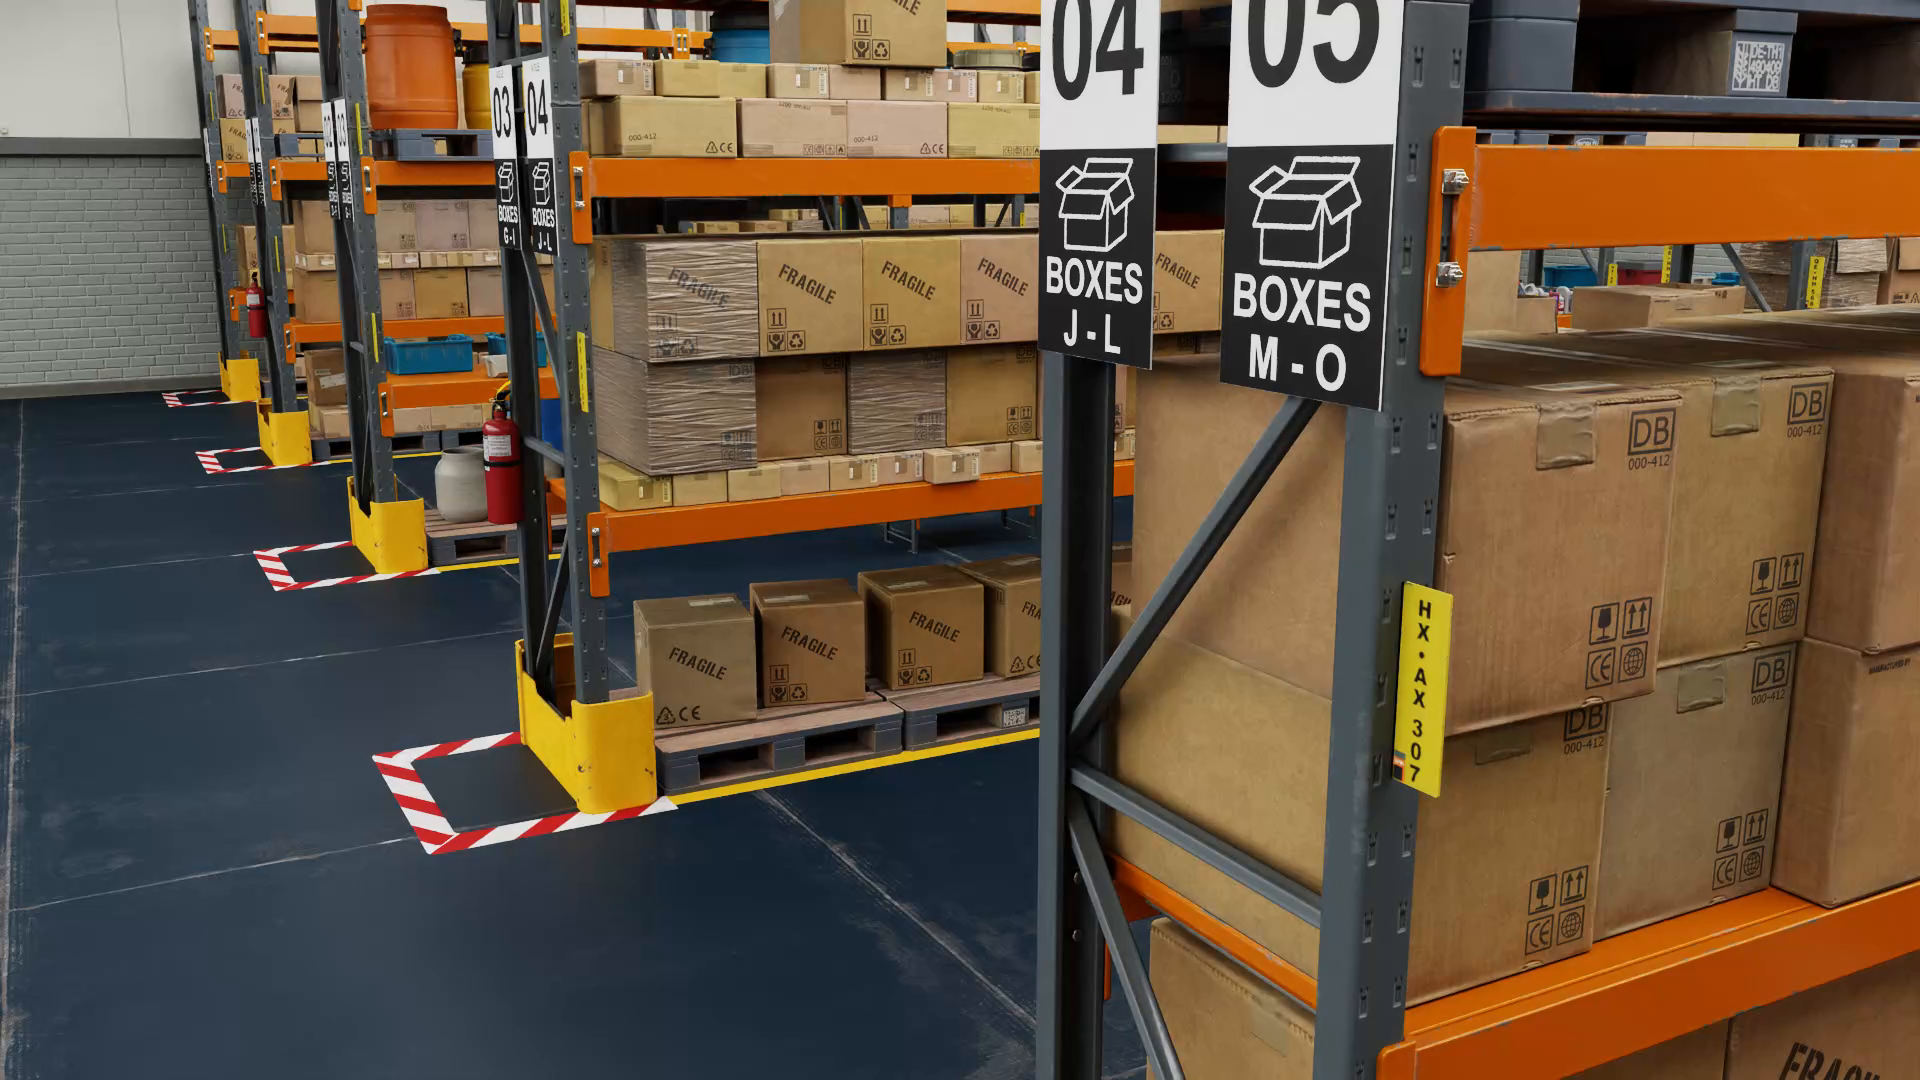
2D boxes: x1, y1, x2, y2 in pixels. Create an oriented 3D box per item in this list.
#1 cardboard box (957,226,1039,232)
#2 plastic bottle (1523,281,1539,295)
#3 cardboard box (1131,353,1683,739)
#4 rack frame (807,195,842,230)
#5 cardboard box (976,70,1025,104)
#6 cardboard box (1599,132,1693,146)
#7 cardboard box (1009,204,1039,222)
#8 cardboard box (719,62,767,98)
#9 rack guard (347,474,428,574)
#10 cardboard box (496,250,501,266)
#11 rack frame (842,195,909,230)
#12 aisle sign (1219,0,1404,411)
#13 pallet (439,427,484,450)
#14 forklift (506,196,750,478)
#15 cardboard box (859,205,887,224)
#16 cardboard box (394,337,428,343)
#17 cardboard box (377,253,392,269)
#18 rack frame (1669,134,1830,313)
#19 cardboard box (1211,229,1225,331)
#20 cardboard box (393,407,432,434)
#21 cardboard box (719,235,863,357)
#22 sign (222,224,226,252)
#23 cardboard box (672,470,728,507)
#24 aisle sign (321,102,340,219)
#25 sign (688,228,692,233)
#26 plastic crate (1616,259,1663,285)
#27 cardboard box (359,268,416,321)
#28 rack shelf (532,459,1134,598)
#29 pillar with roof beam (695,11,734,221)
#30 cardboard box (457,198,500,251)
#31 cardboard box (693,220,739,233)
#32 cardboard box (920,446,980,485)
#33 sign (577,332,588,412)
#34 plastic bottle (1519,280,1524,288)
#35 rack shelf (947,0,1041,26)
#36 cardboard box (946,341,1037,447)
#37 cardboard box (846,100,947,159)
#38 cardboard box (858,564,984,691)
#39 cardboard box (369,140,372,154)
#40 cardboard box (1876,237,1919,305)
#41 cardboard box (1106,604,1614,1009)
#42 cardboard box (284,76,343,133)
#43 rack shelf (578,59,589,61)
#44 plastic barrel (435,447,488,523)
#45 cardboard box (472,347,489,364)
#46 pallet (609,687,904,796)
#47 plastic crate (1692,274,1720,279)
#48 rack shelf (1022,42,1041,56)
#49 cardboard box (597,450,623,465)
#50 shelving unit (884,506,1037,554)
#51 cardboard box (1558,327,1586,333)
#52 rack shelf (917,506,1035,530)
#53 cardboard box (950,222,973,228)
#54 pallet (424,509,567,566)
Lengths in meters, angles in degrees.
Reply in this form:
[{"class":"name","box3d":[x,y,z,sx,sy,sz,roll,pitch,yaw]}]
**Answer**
[{"class":"cardboard box","box3d":[0.288,-1.379,8.723,0.500,0.500,0.500,-7,14,-28]},{"class":"plastic bottle","box3d":[5.681,-2.413,16.614,0.185,0.351,0.144,-7,14,-28]},{"class":"cardboard box","box3d":[0.803,-0.045,3.178,0.550,0.550,0.875,-7,14,-28]},{"class":"rack frame","box3d":[-1.927,-4.086,23.932,0.127,3.000,1.000,-7,14,-28]},{"class":"cardboard box","box3d":[0.102,-2.145,7.910,0.250,0.149,0.380,-7,15,-30]},{"class":"cardboard box","box3d":[4.022,-2.408,9.986,0.500,0.250,0.500,-6,14,-26]},{"class":"cardboard box","box3d":[0.843,-4.926,25.005,0.500,0.250,0.500,-6,14,-27]},{"class":"cardboard box","box3d":[-1.040,-2.008,7.303,0.250,0.149,0.380,-7,15,-29]},{"class":"rack guard","box3d":[-4.158,-0.132,12.059,0.348,0.500,1.175,-7,14,-28]},{"class":"cardboard box","box3d":[-4.544,-2.844,16.710,0.250,0.149,0.380,-6,14,-26]},{"class":"rack frame","box3d":[-0.691,-1.756,13.578,0.127,3.000,1.000,-7,14,-28]},{"class":"aisle sign","box3d":[0.541,-0.617,2.597,0.004,0.787,0.394,-7,14,-28]},{"class":"pallet","box3d":[-4.851,-1.145,17.218,1.213,0.211,1.003,-7,14,-28]},{"class":"forklift","box3d":[-2.451,-1.961,14.648,3.031,2.935,1.130,-7,15,-29]},{"class":"cardboard box","box3d":[-1.380,-4.656,23.808,0.500,0.250,0.500,-6,14,-27]},{"class":"cardboard box","box3d":[-7.130,-2.422,21.231,0.500,0.500,0.700,-8,15,-31]},{"class":"cardboard box","box3d":[-5.674,-2.709,16.110,0.250,0.149,0.380,-7,14,-28]},{"class":"rack frame","box3d":[5.193,-1.222,11.207,0.127,3.000,1.000,-7,14,-28]},{"class":"cardboard box","box3d":[1.419,-1.382,8.738,0.500,0.500,0.500,-7,14,-28]},{"class":"cardboard box","box3d":[-5.558,-1.220,16.505,0.500,0.250,0.500,-7,14,-28]},{"class":"cardboard box","box3d":[-0.773,-1.119,7.565,0.500,0.500,0.500,-7,14,-28]},{"class":"sign","box3d":[-8.689,-3.562,19.632,0.005,0.325,0.100,-7,14,-28]},{"class":"cardboard box","box3d":[-1.236,-0.264,7.524,0.250,0.149,0.380,-7,14,-28]},{"class":"aisle sign","box3d":[-4.407,-2.653,11.644,0.004,0.787,0.394,-7,14,-28]},{"class":"sign","box3d":[-2.794,-3.065,17.243,0.005,0.325,0.100,-7,14,-28]},{"class":"plastic crate","box3d":[7.235,-2.703,17.507,0.583,0.464,0.402,-7,14,-28]},{"class":"cardboard box","box3d":[-5.697,-2.441,16.398,0.500,0.500,0.700,-6,14,-26]},{"class":"rack shelf","box3d":[-0.073,-0.240,8.481,4.000,0.370,1.077,-7,14,-28]},{"class":"pillar with roof beam","box3d":[-1.420,-6.213,19.720,0.400,9.000,9.100,-7,14,-28]},{"class":"cardboard box","box3d":[-4.769,-3.186,16.752,0.500,0.500,0.700,-7,14,-28]},{"class":"cardboard box","box3d":[-3.418,-4.162,23.043,0.500,0.500,0.700,-7,14,-28]},{"class":"cardboard box","box3d":[-0.101,-0.381,8.042,0.250,0.149,0.380,-7,14,-28]},{"class":"sign","box3d":[-1.569,-0.698,6.908,0.005,0.325,0.100,-7,14,-28]},{"class":"plastic bottle","box3d":[5.612,-2.441,16.737,0.185,0.351,0.144,-7,14,-28]},{"class":"rack shelf","box3d":[1.065,-4.347,13.977,4.000,0.370,1.077,-7,14,-28]},{"class":"cardboard box","box3d":[-0.047,-0.797,8.414,0.500,0.500,0.875,-7,14,-28]},{"class":"cardboard box","box3d":[-0.396,-1.878,7.633,0.500,0.250,0.500,-7,14,-28]},{"class":"cardboard box","box3d":[-0.206,0.440,8.558,0.500,0.500,0.500,-5,14,-23]},{"class":"cardboard box","box3d":[-7.133,-4.918,20.527,0.500,0.500,0.500,-6,14,-24]},{"class":"cardboard box","box3d":[6.416,-1.902,11.716,0.637,0.503,0.797,-6,14,-27]},{"class":"cardboard box","box3d":[0.763,0.465,3.368,0.550,0.550,0.875,-7,14,-28]},{"class":"cardboard box","box3d":[-6.066,-4.136,15.815,0.637,0.503,0.797,-6,14,-24]},{"class":"rack shelf","box3d":[-3.682,-6.256,22.461,4.000,0.370,1.077,-7,14,-28]},{"class":"plastic barrel","box3d":[-3.661,-0.410,12.309,0.421,0.512,0.421,0,13,0]},{"class":"cardboard box","box3d":[-4.677,-1.690,16.884,0.500,0.500,0.500,-7,14,-28]},{"class":"pallet","box3d":[-1.032,0.893,8.158,1.213,0.211,1.003,-7,14,-28]},{"class":"plastic crate","box3d":[8.312,-2.865,18.751,0.300,0.233,0.416,-7,14,-28]},{"class":"rack shelf","box3d":[2.205,-5.723,20.091,4.000,0.370,1.077,-7,14,-28]},{"class":"cardboard box","box3d":[-1.677,-0.328,7.805,0.250,0.149,0.380,-7,14,-28]},{"class":"shelving unit","box3d":[0.006,-0.549,12.489,1.048,1.125,0.538,-7,14,-28]},{"class":"cardboard box","box3d":[3.612,-1.222,10.591,0.500,0.250,0.500,-7,15,-29]},{"class":"rack shelf","box3d":[0.006,-0.311,12.543,1.000,0.278,0.538,-7,14,-28]},{"class":"cardboard box","box3d":[-0.024,-4.453,24.612,0.500,0.500,0.500,-6,14,-26]},{"class":"pallet","box3d":[-3.442,-0.076,12.466,1.213,0.211,1.003,-7,14,-28]}]
